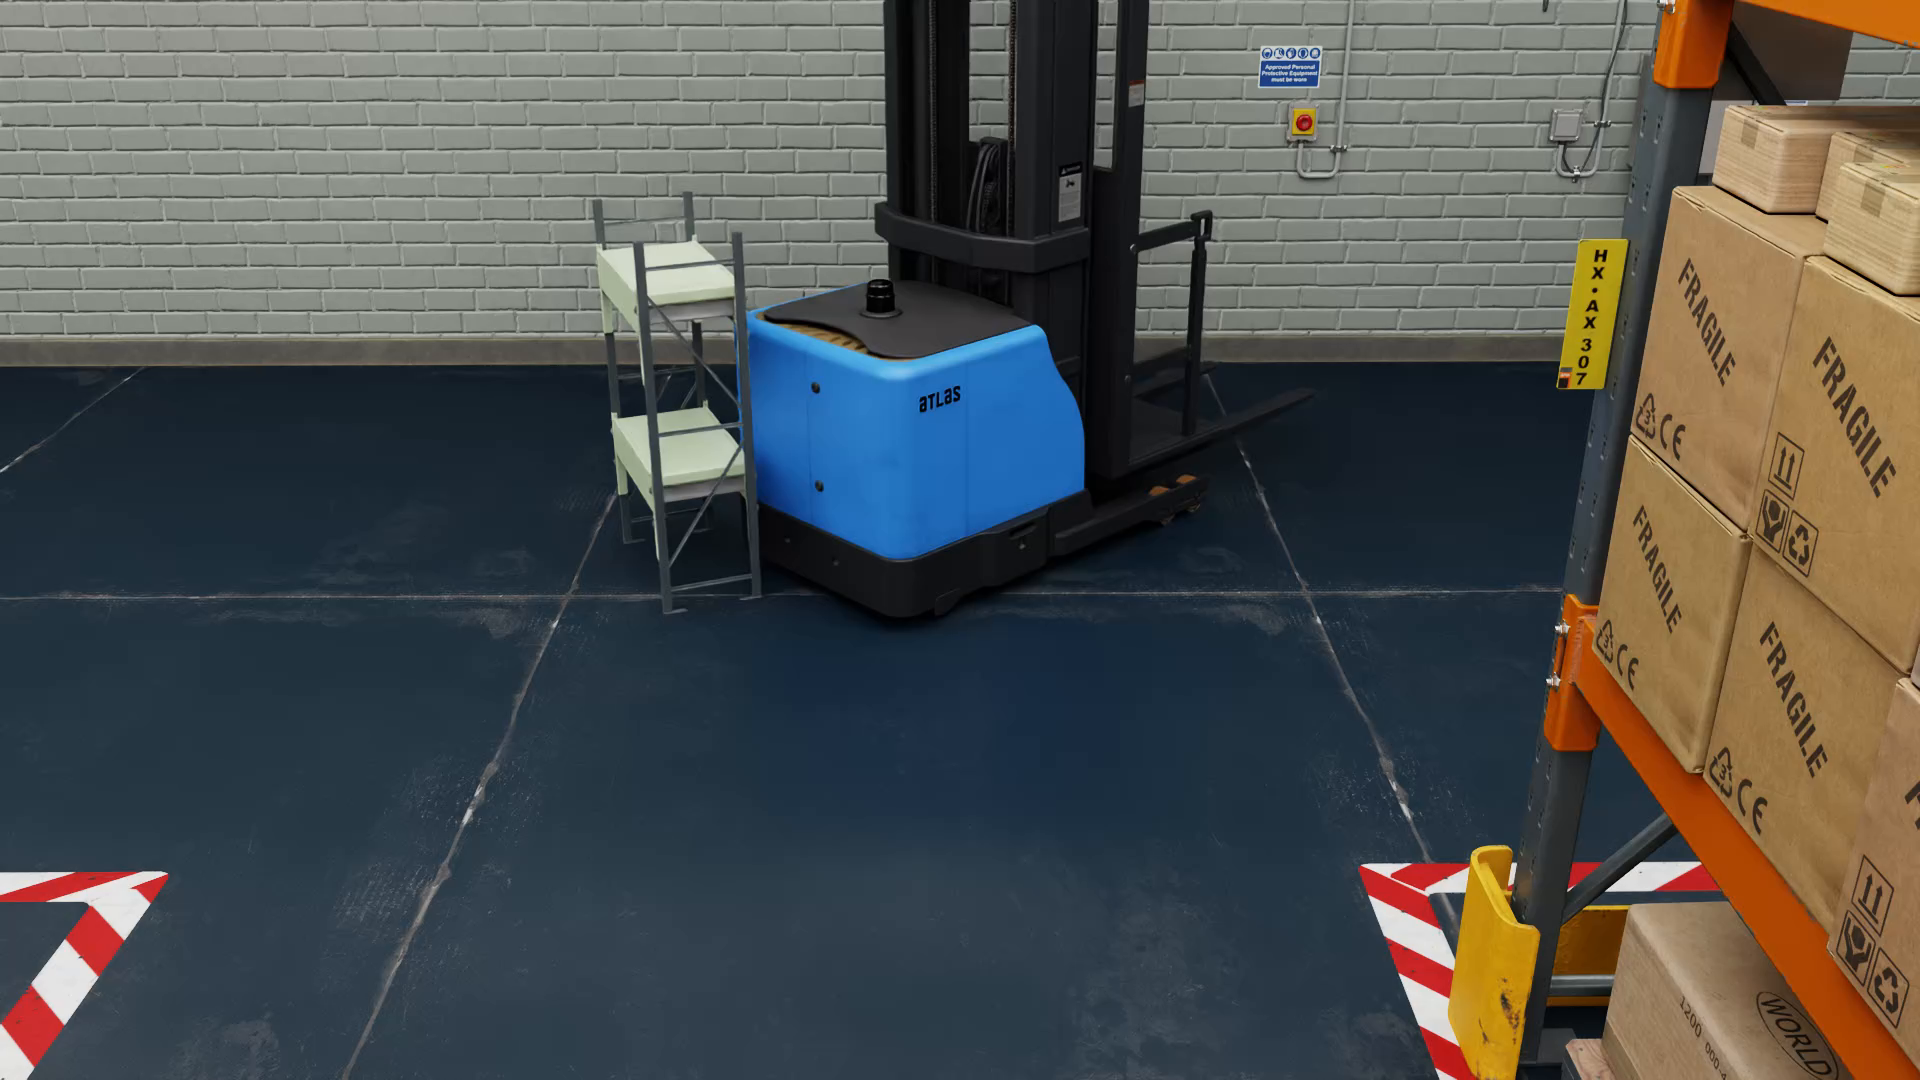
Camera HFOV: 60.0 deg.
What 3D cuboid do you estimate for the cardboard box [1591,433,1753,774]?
[{"bbox_3d":[1.607,0.110,3.245,0.500,0.500,0.500,0,24,-1],"label":"cardboard box"}]

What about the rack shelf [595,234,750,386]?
[{"bbox_3d":[-1.130,-0.913,6.502,0.431,0.370,0.720,-10,26,-21],"label":"rack shelf"}]

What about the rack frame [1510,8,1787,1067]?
[{"bbox_3d":[1.889,-0.043,3.706,1.000,3.000,0.127,0,24,-1],"label":"rack frame"}]

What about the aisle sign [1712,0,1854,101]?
[{"bbox_3d":[1.598,-1.256,3.233,0.394,0.787,0.004,0,24,-1],"label":"aisle sign"}]

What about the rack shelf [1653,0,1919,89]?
[{"bbox_3d":[1.911,-0.258,1.414,1.077,0.370,4.000,0,24,-1],"label":"rack shelf"}]

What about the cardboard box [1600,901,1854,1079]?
[{"bbox_3d":[1.996,1.204,3.547,0.875,0.438,0.875,-1,24,-2],"label":"cardboard box"}]

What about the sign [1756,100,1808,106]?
[{"bbox_3d":[4.398,-2.360,8.944,0.329,0.494,0.001,0,24,-1],"label":"sign"}]

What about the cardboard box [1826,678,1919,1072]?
[{"bbox_3d":[1.628,0.528,2.321,0.500,0.500,0.500,0,24,-1],"label":"cardboard box"}]

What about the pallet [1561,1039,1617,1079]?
[{"bbox_3d":[1.976,1.556,3.553,1.003,0.211,1.213,0,24,-1],"label":"pallet"}]

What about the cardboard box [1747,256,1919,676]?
[{"bbox_3d":[1.622,-0.133,2.569,0.500,0.500,0.500,-1,24,-2],"label":"cardboard box"}]

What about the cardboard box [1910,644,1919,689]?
[{"bbox_3d":[1.635,0.079,2.100,0.500,0.500,0.500,0,24,-1],"label":"cardboard box"}]

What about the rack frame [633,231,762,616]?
[{"bbox_3d":[-0.990,-0.418,6.355,0.400,1.500,0.023,-10,26,-21],"label":"rack frame"}]

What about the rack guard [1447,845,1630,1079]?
[{"bbox_3d":[1.889,1.086,4.243,1.175,0.500,0.348,0,24,-1],"label":"rack guard"}]

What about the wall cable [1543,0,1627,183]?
[{"bbox_3d":[3.222,-2.841,8.659,0.588,1.984,0.122,0,24,-1],"label":"wall cable"}]

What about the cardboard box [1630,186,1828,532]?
[{"bbox_3d":[1.609,-0.346,3.039,0.500,0.500,0.500,-1,24,-2],"label":"cardboard box"}]

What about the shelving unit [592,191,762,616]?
[{"bbox_3d":[-1.130,-0.557,6.662,0.431,1.500,0.755,-10,26,-21],"label":"shelving unit"}]

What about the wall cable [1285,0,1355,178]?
[{"bbox_3d":[1.804,-2.844,8.627,0.585,1.953,0.123,0,24,-1],"label":"wall cable"}]

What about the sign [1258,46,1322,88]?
[{"bbox_3d":[1.755,-2.515,8.843,0.327,0.218,0.001,0,24,-1],"label":"sign"}]

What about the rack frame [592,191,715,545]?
[{"bbox_3d":[-1.271,-0.697,6.970,0.400,1.500,0.023,-10,26,-21],"label":"rack frame"}]

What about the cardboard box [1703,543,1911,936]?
[{"bbox_3d":[1.641,0.318,2.785,0.500,0.500,0.500,-1,24,-1],"label":"cardboard box"}]

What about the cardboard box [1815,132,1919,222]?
[{"bbox_3d":[1.690,-0.585,2.782,0.380,0.149,0.250,0,24,1],"label":"cardboard box"}]

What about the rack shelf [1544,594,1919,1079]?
[{"bbox_3d":[1.911,1.108,2.032,1.077,0.370,4.000,0,24,-1],"label":"rack shelf"}]

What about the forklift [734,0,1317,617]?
[{"bbox_3d":[0.484,-1.543,7.105,3.031,2.935,1.130,-22,32,-40],"label":"forklift"}]

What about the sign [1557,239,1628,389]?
[{"bbox_3d":[1.334,-0.474,3.511,0.100,0.325,0.005,0,24,-1],"label":"sign"}]

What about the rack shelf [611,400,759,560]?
[{"bbox_3d":[-1.130,-0.260,6.797,0.431,0.370,0.720,-10,26,-21],"label":"rack shelf"}]

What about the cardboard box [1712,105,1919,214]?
[{"bbox_3d":[1.616,-0.693,3.020,0.380,0.149,0.250,0,24,1],"label":"cardboard box"}]

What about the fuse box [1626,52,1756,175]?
[{"bbox_3d":[3.906,-1.729,8.997,0.539,1.711,0.414,0,24,-1],"label":"fuse box"}]

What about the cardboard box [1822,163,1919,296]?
[{"bbox_3d":[1.578,-0.477,2.544,0.380,0.149,0.250,0,24,1],"label":"cardboard box"}]
